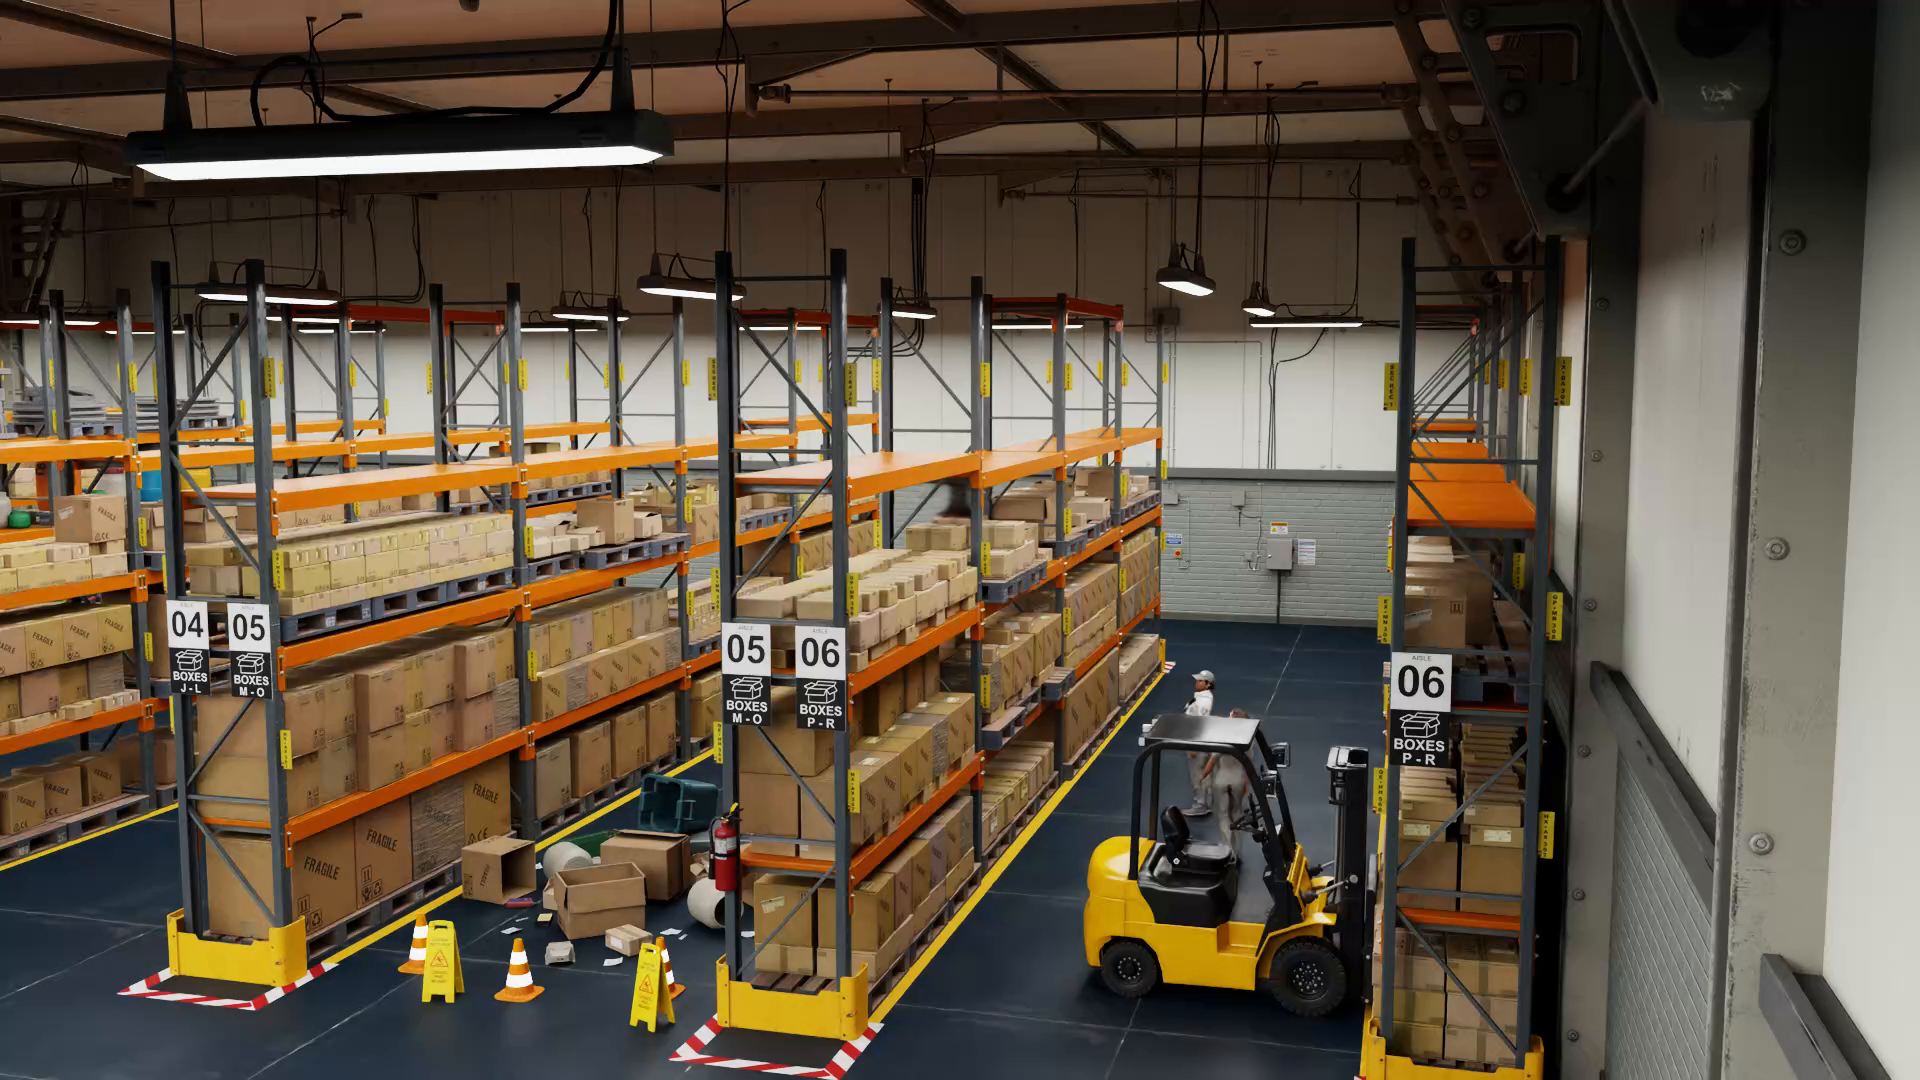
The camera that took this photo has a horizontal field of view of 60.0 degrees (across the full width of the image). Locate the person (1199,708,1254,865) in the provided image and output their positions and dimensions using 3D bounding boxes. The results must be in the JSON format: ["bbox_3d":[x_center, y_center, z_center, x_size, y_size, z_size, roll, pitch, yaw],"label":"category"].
[{"bbox_3d":[2.742,2.540,17.072,0.523,1.679,0.582,0,6,-3],"label":"person"}]

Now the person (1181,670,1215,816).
[{"bbox_3d":[2.738,2.325,19.122,0.387,1.657,0.569,3,7,24],"label":"person"}]

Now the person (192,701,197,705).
[{"bbox_3d":[-11.281,1.612,25.146,0.735,1.719,1.050,2,6,19],"label":"person"}]
